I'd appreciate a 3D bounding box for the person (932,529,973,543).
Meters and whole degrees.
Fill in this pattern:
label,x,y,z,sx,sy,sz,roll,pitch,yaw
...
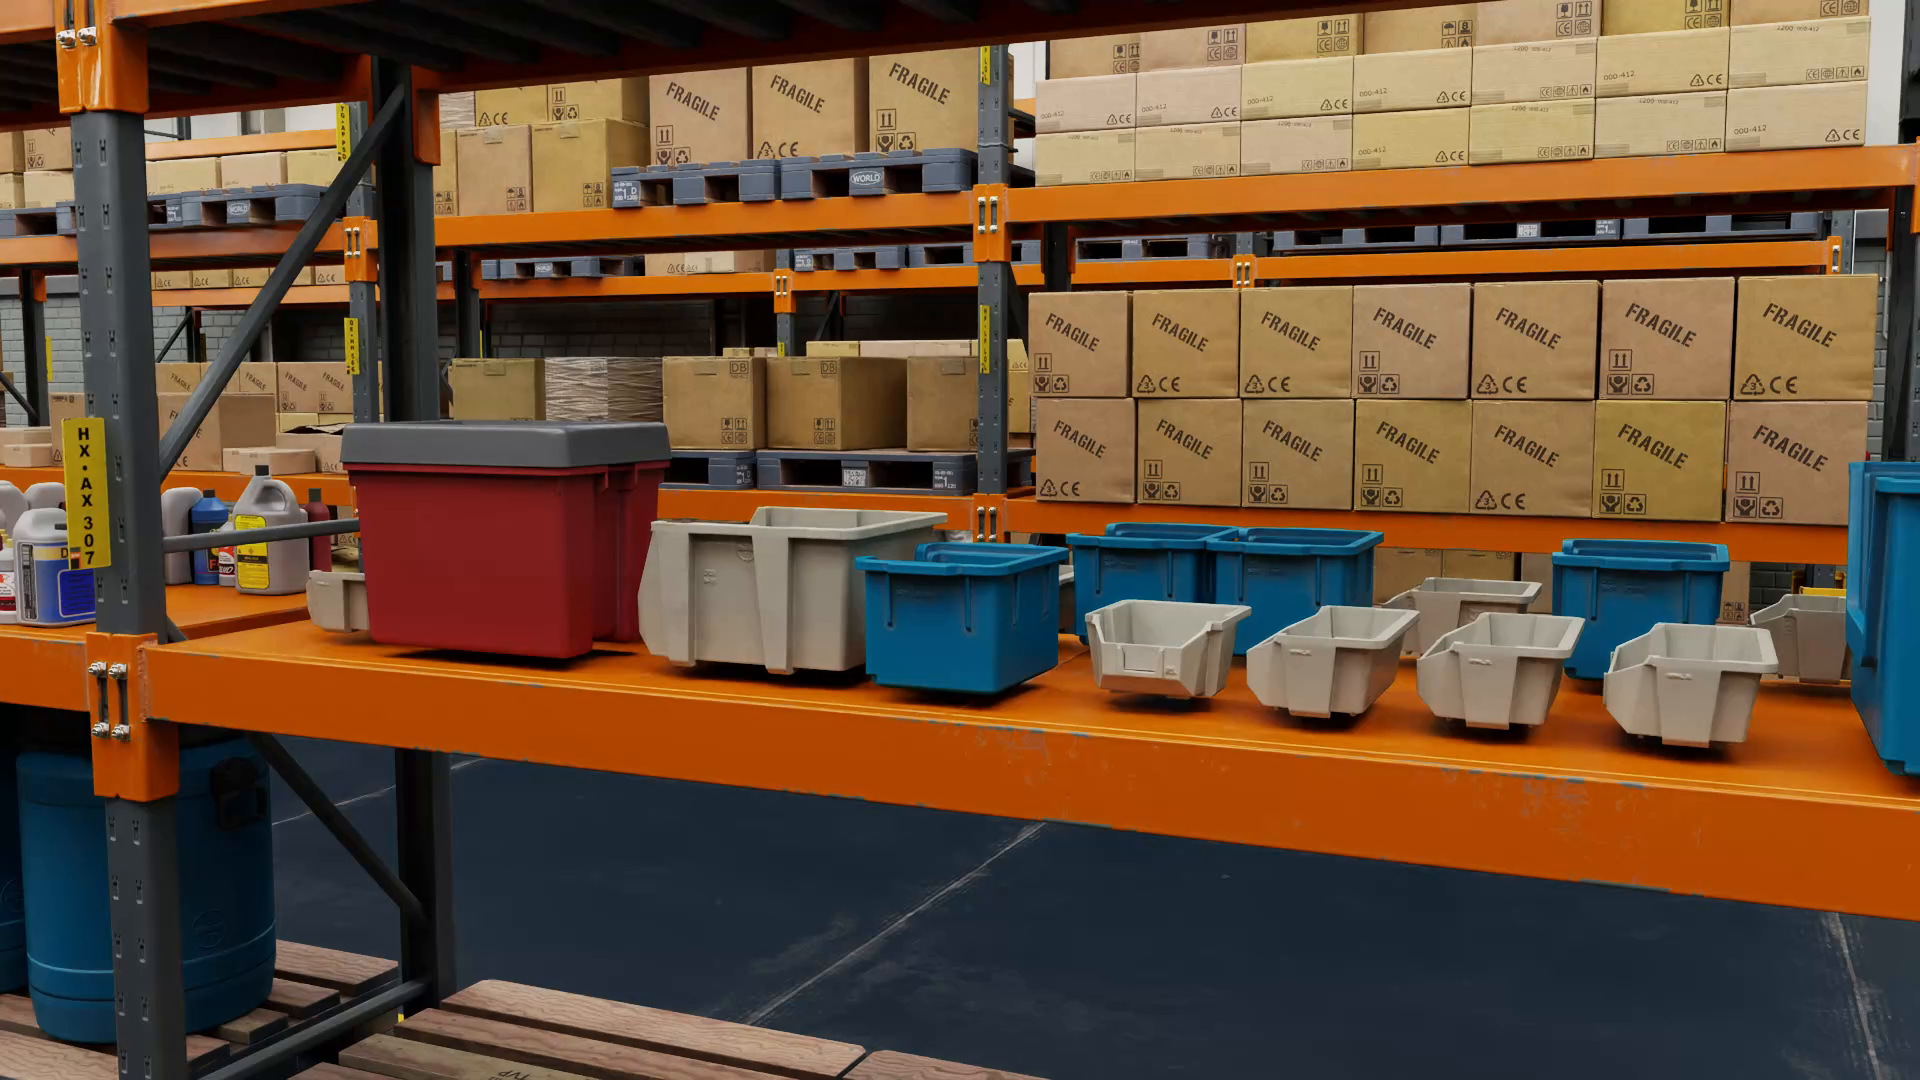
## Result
label,x,y,z,sx,sy,sz,roll,pitch,yaw
person,-0.114,-0.164,12.113,0.527,1.782,0.345,3,6,25
